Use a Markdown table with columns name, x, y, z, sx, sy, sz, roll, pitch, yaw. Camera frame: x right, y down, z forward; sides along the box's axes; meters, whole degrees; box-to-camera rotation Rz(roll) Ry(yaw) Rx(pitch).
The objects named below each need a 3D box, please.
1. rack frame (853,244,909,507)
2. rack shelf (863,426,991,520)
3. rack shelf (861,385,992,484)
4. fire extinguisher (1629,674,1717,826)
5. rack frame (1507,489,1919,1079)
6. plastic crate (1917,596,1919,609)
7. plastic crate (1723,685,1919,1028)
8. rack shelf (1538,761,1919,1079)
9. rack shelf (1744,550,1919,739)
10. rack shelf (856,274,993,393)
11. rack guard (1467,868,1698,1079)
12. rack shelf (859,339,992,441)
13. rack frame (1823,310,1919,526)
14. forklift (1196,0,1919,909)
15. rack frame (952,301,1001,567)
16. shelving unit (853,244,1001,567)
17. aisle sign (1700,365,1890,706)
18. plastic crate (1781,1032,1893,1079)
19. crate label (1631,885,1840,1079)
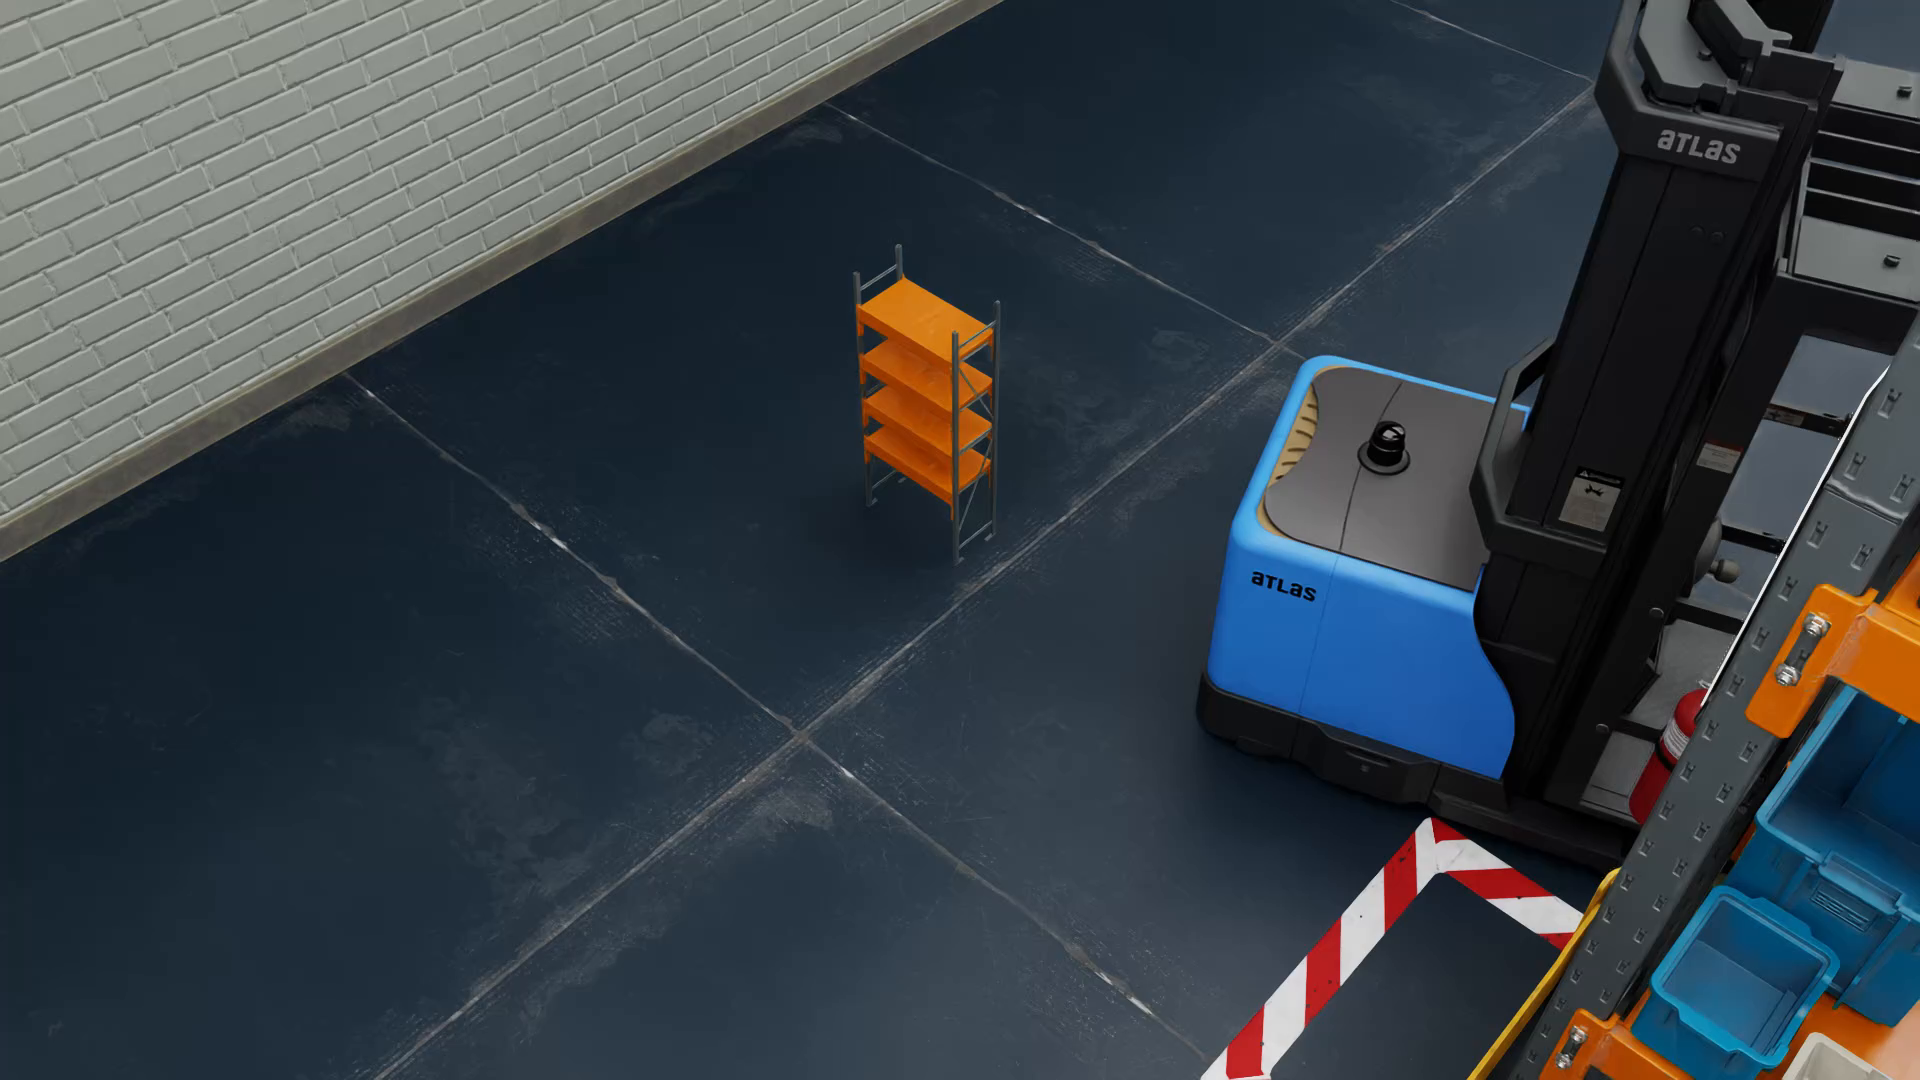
| name | x | y | z | sx | sy | sz | roll | pitch | yaw |
| --- | --- | --- | --- | --- | --- | --- | --- | --- | --- |
| rack frame | -0.301 | -0.613 | 6.503 | 0.015 | 1.200 | 0.240 | 34 | 55 | 28 |
| rack shelf | -0.122 | -0.311 | 6.583 | 0.480 | 0.148 | 0.258 | 34 | 55 | 28 |
| rack shelf | -0.122 | -0.446 | 6.438 | 0.480 | 0.148 | 0.258 | 34 | 55 | 28 |
| fire extinguisher | 1.991 | 0.542 | 4.492 | 0.183 | 0.674 | 0.296 | 34 | 55 | 28 |
| rack frame | 1.794 | 0.706 | 4.029 | 0.127 | 3.000 | 1.000 | 34 | 55 | 28 |
| plastic crate | 1.888 | 0.064 | 2.665 | 0.590 | 0.269 | 0.497 | 34 | 55 | 28 |
| plastic crate | 2.167 | 0.739 | 3.933 | 0.499 | 0.435 | 0.616 | 34 | 55 | 28 |
| rack shelf | 3.264 | 1.941 | 3.363 | 4.000 | 0.370 | 1.077 | 34 | 55 | 28 |
| rack shelf | 3.264 | 0.915 | 2.270 | 4.000 | 0.370 | 1.077 | 34 | 55 | 28 |
| rack shelf | -0.122 | -0.762 | 6.103 | 0.480 | 0.148 | 0.258 | 34 | 55 | 28 |
| rack guard | 1.767 | 1.557 | 4.945 | 0.348 | 0.500 | 1.175 | 34 | 55 | 28 |
| rack shelf | -0.122 | -0.600 | 6.275 | 0.480 | 0.148 | 0.258 | 34 | 55 | 28 |
| rack frame | 1.794 | -1.347 | 1.842 | 0.127 | 3.000 | 1.000 | 34 | 55 | 28 |
| forklift | 2.424 | -0.198 | 4.925 | 3.031 | 2.935 | 1.130 | 17 | 49 | 16 |
| rack frame | 0.058 | -0.372 | 6.276 | 0.015 | 1.200 | 0.240 | 34 | 55 | 28 |
| shelving unit | -0.122 | -0.493 | 6.389 | 0.503 | 1.200 | 0.258 | 34 | 55 | 28 |
| aisle sign | 1.540 | -0.060 | 2.966 | 0.004 | 0.787 | 0.394 | 34 | 55 | 28 |
| plastic crate | 1.932 | 1.277 | 3.633 | 0.298 | 0.136 | 0.250 | 34 | 55 | 28 |
| crate label | 1.752 | 1.041 | 3.788 | 0.303 | 0.233 | 0.416 | 34 | 55 | 28 |
